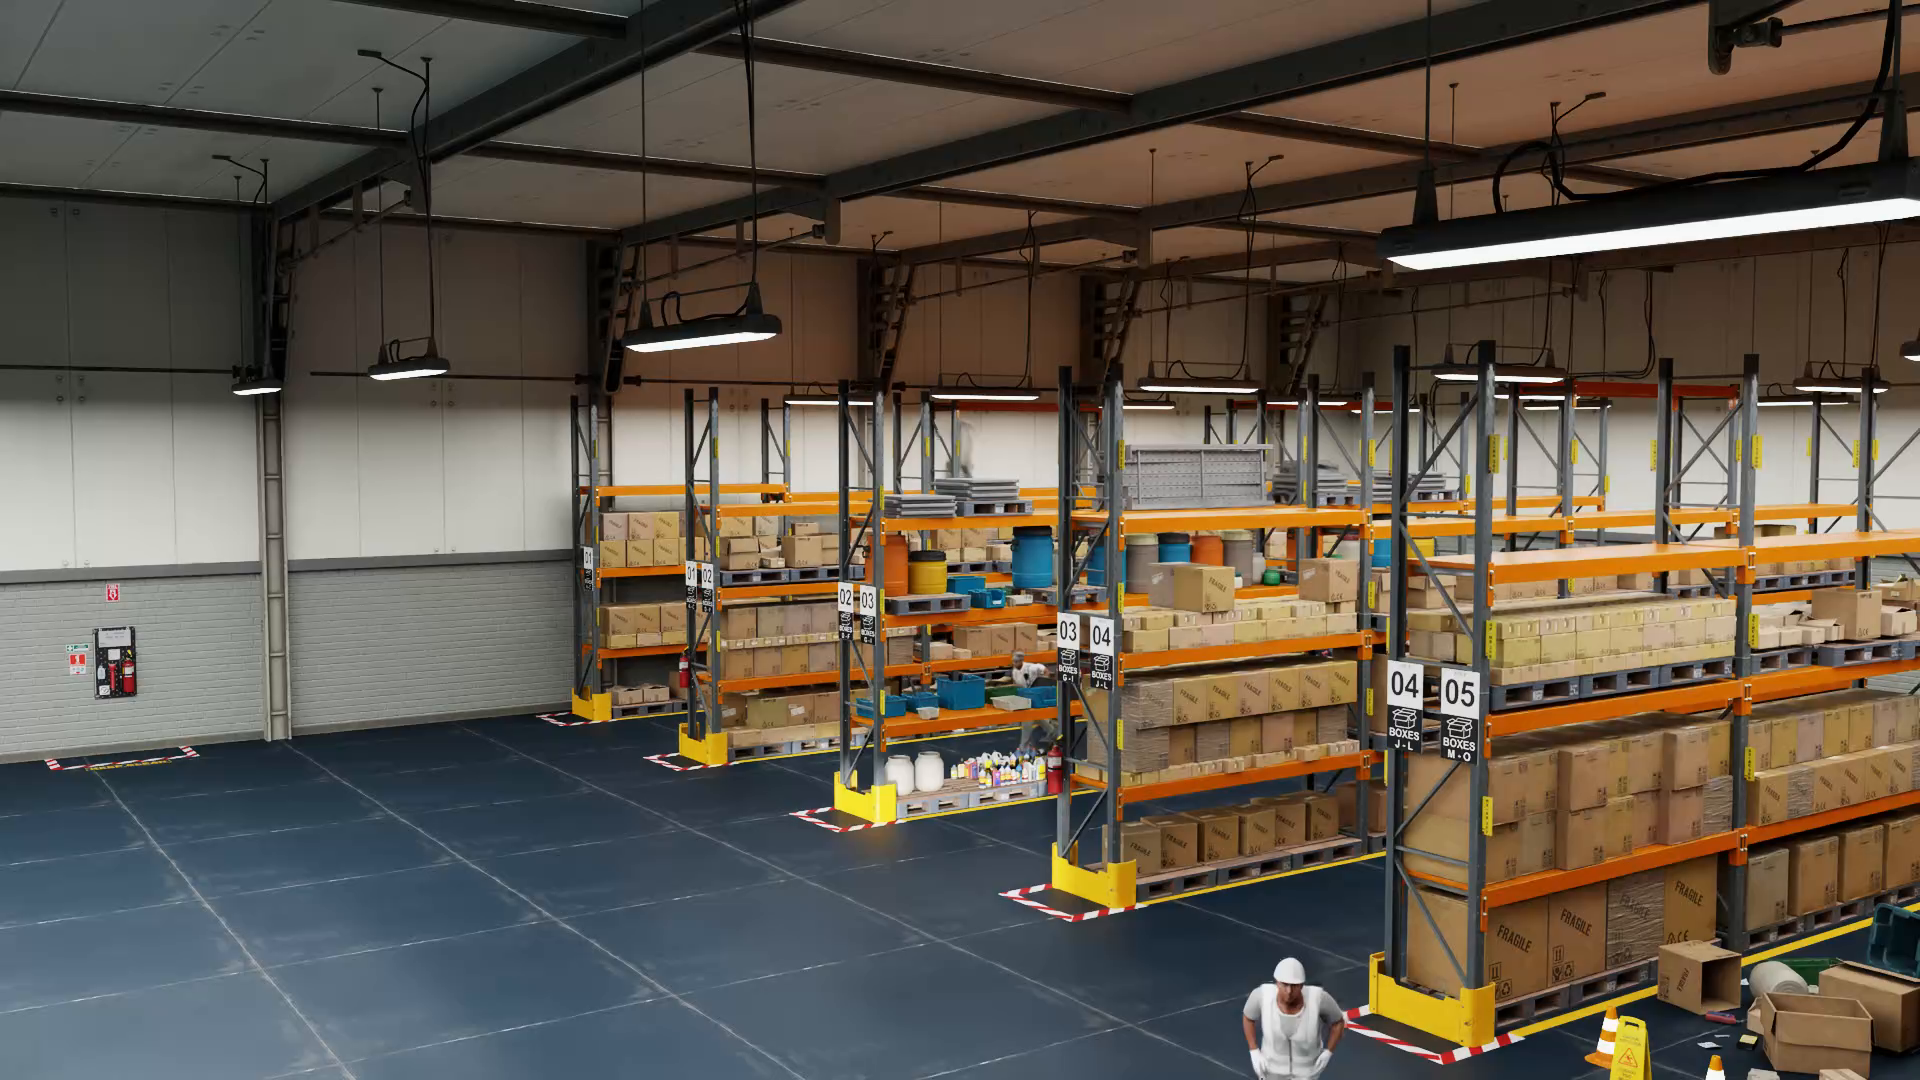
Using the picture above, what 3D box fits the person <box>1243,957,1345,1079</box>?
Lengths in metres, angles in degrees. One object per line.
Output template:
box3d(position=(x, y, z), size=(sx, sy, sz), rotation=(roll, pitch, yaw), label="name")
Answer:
box3d(position=(2.294, 3.639, 11.469), size=(0.684, 1.727, 0.965), rotation=(1, 3, 11), label="person")

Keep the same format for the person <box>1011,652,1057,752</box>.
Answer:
box3d(position=(1.274, 2.696, 27.840), size=(1.016, 1.721, 0.707), rotation=(-3, 5, -40), label="person")
